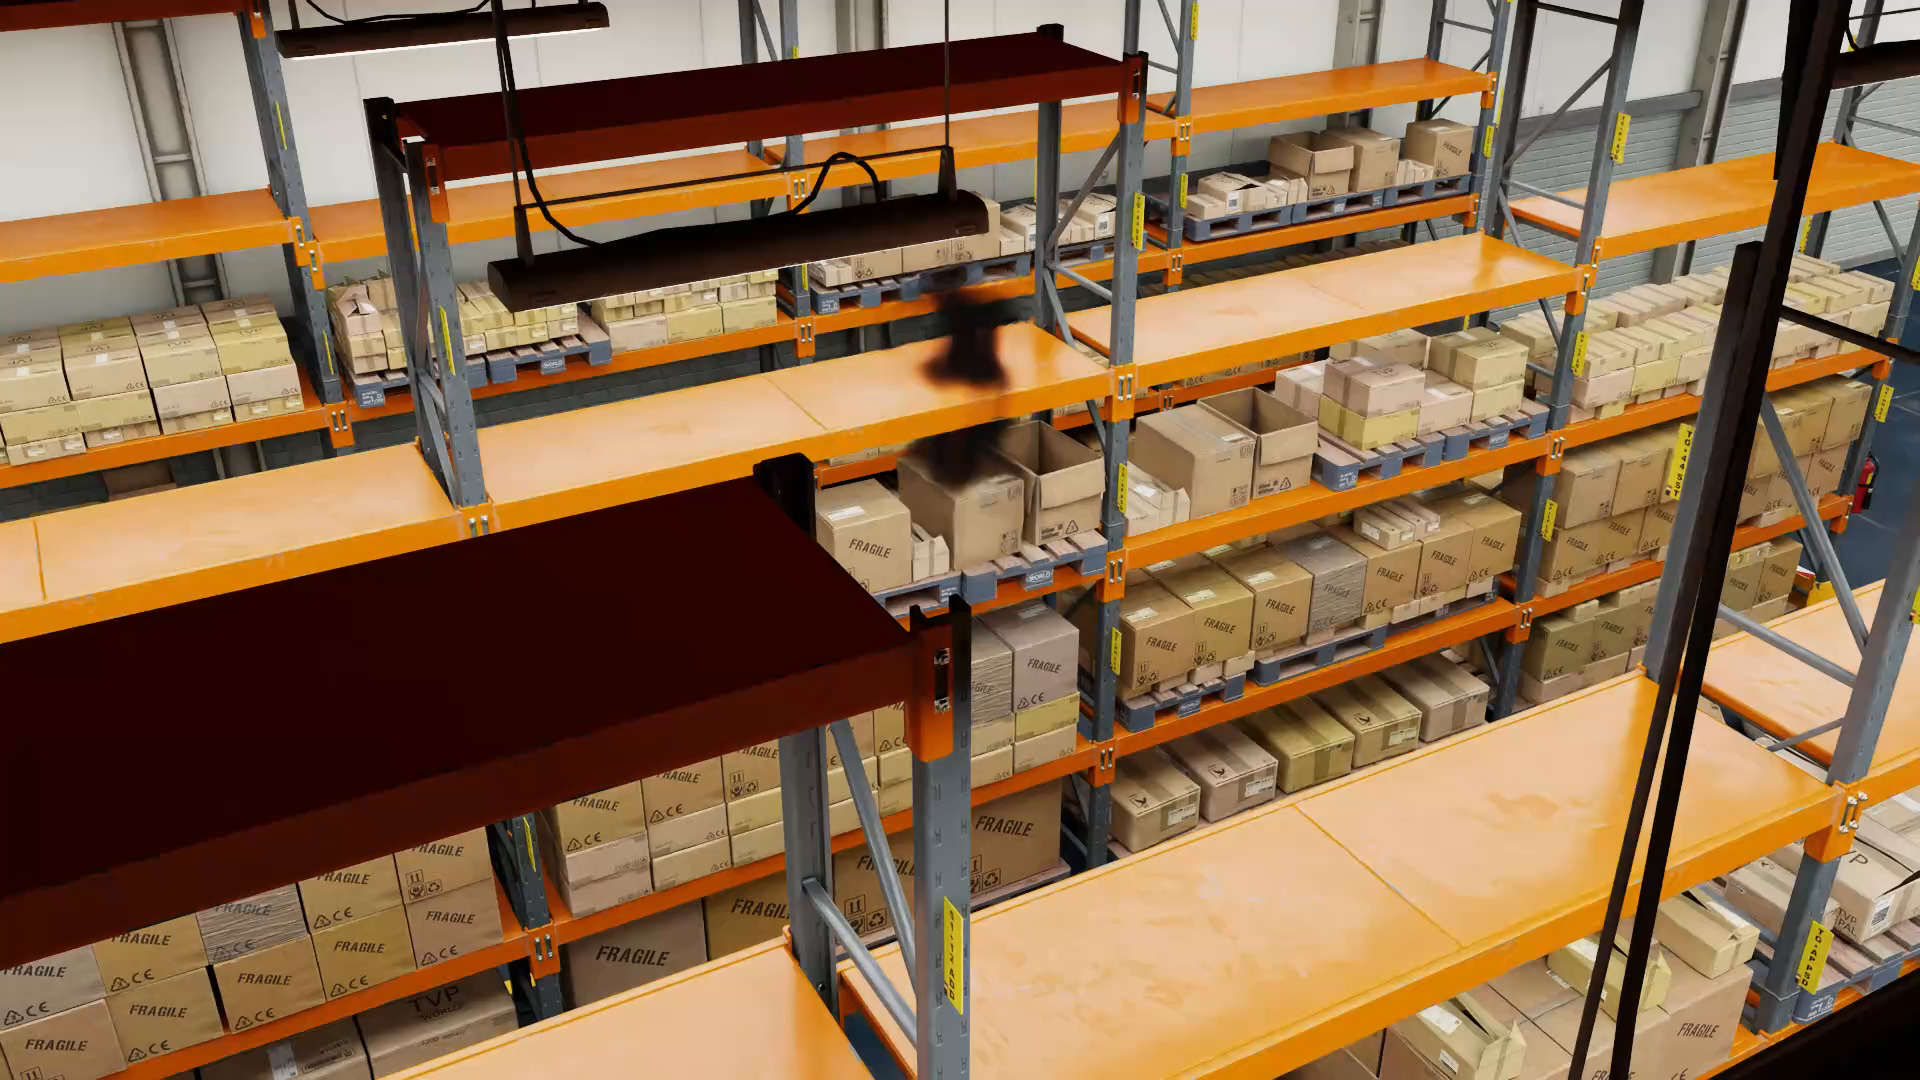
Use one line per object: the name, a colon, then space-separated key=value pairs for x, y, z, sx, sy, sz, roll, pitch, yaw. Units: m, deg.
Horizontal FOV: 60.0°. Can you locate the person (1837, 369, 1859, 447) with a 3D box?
person: x=9.262 y=-1.378 z=17.735 sx=0.618 sy=1.728 sz=0.662 roll=-12 pitch=30 yaw=-22
